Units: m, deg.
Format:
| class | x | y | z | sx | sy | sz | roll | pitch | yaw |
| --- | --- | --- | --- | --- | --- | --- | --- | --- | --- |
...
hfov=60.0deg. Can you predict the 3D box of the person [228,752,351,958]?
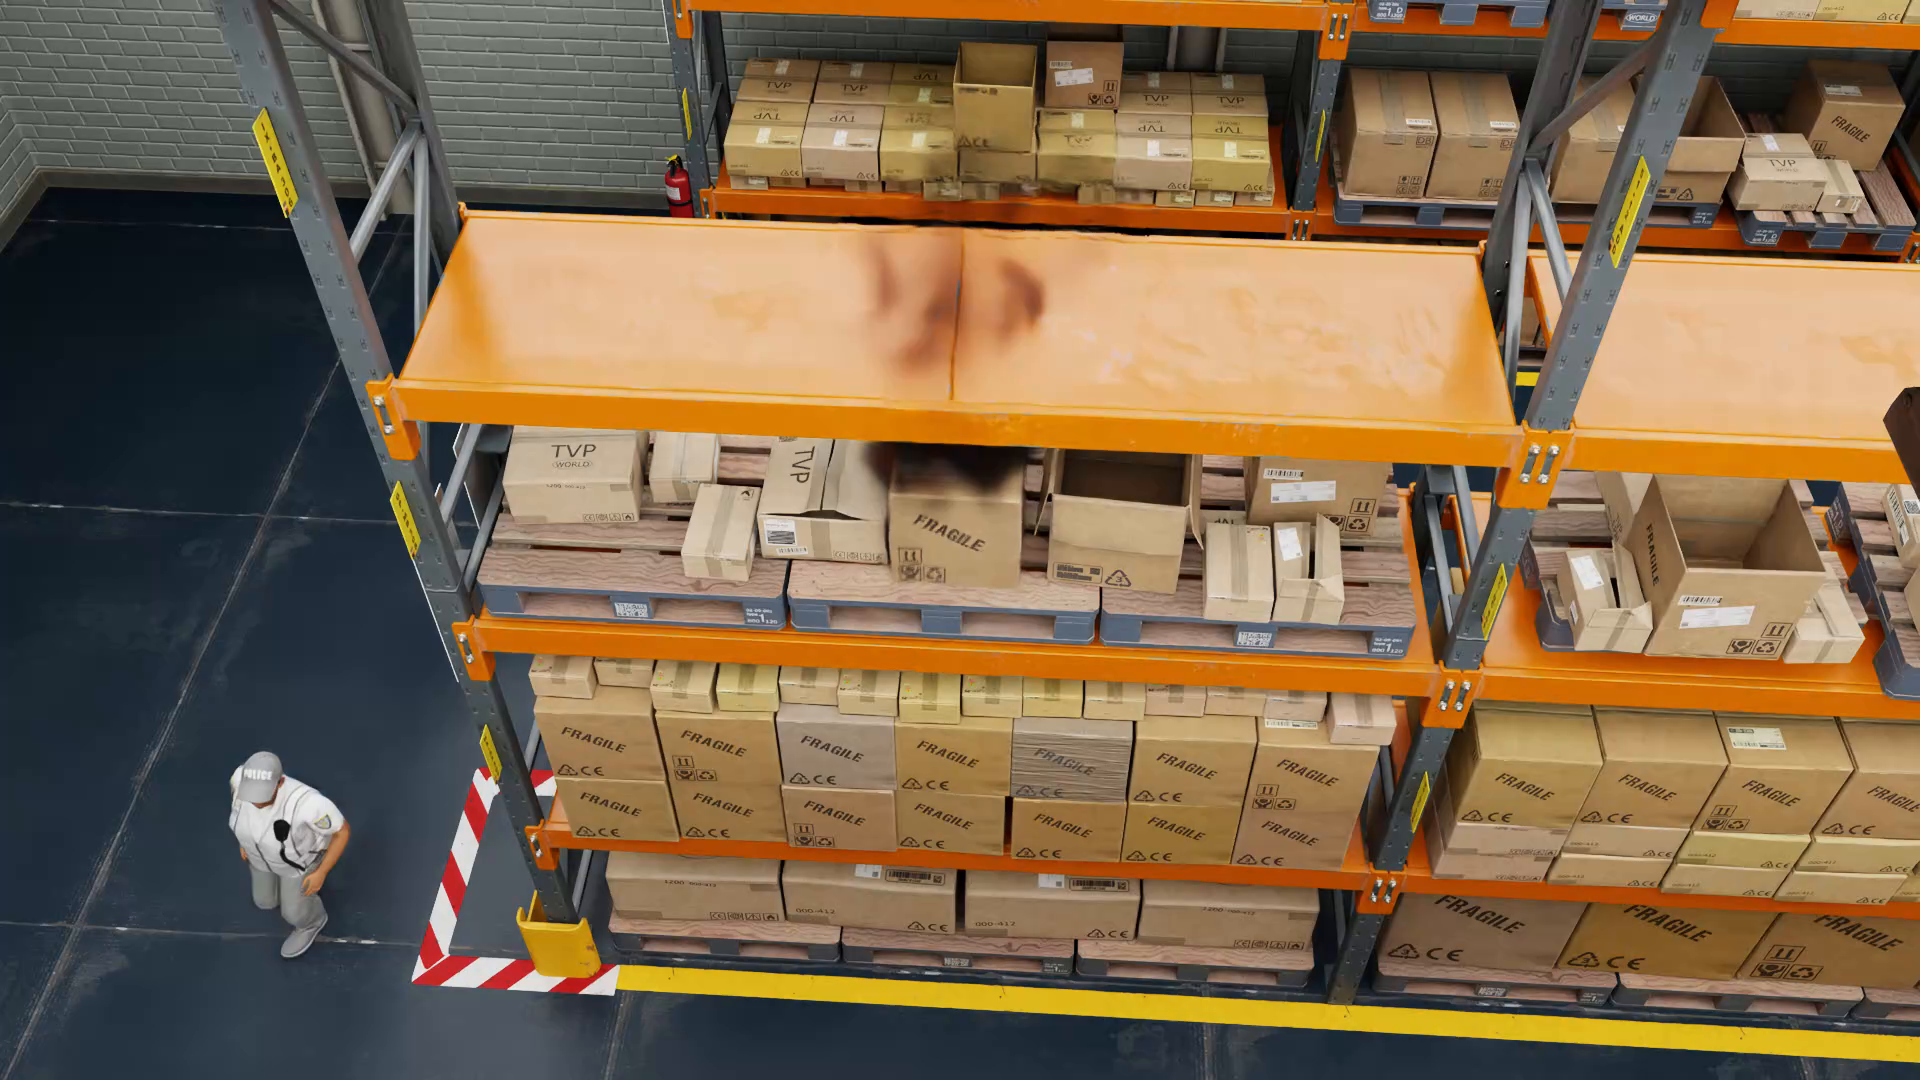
| class | x | y | z | sx | sy | sz | roll | pitch | yaw |
| --- | --- | --- | --- | --- | --- | --- | --- | --- | --- |
| person | -3.292 | 1.500 | 8.307 | 0.694 | 1.614 | 0.562 | 11 | 49 | 10 |
